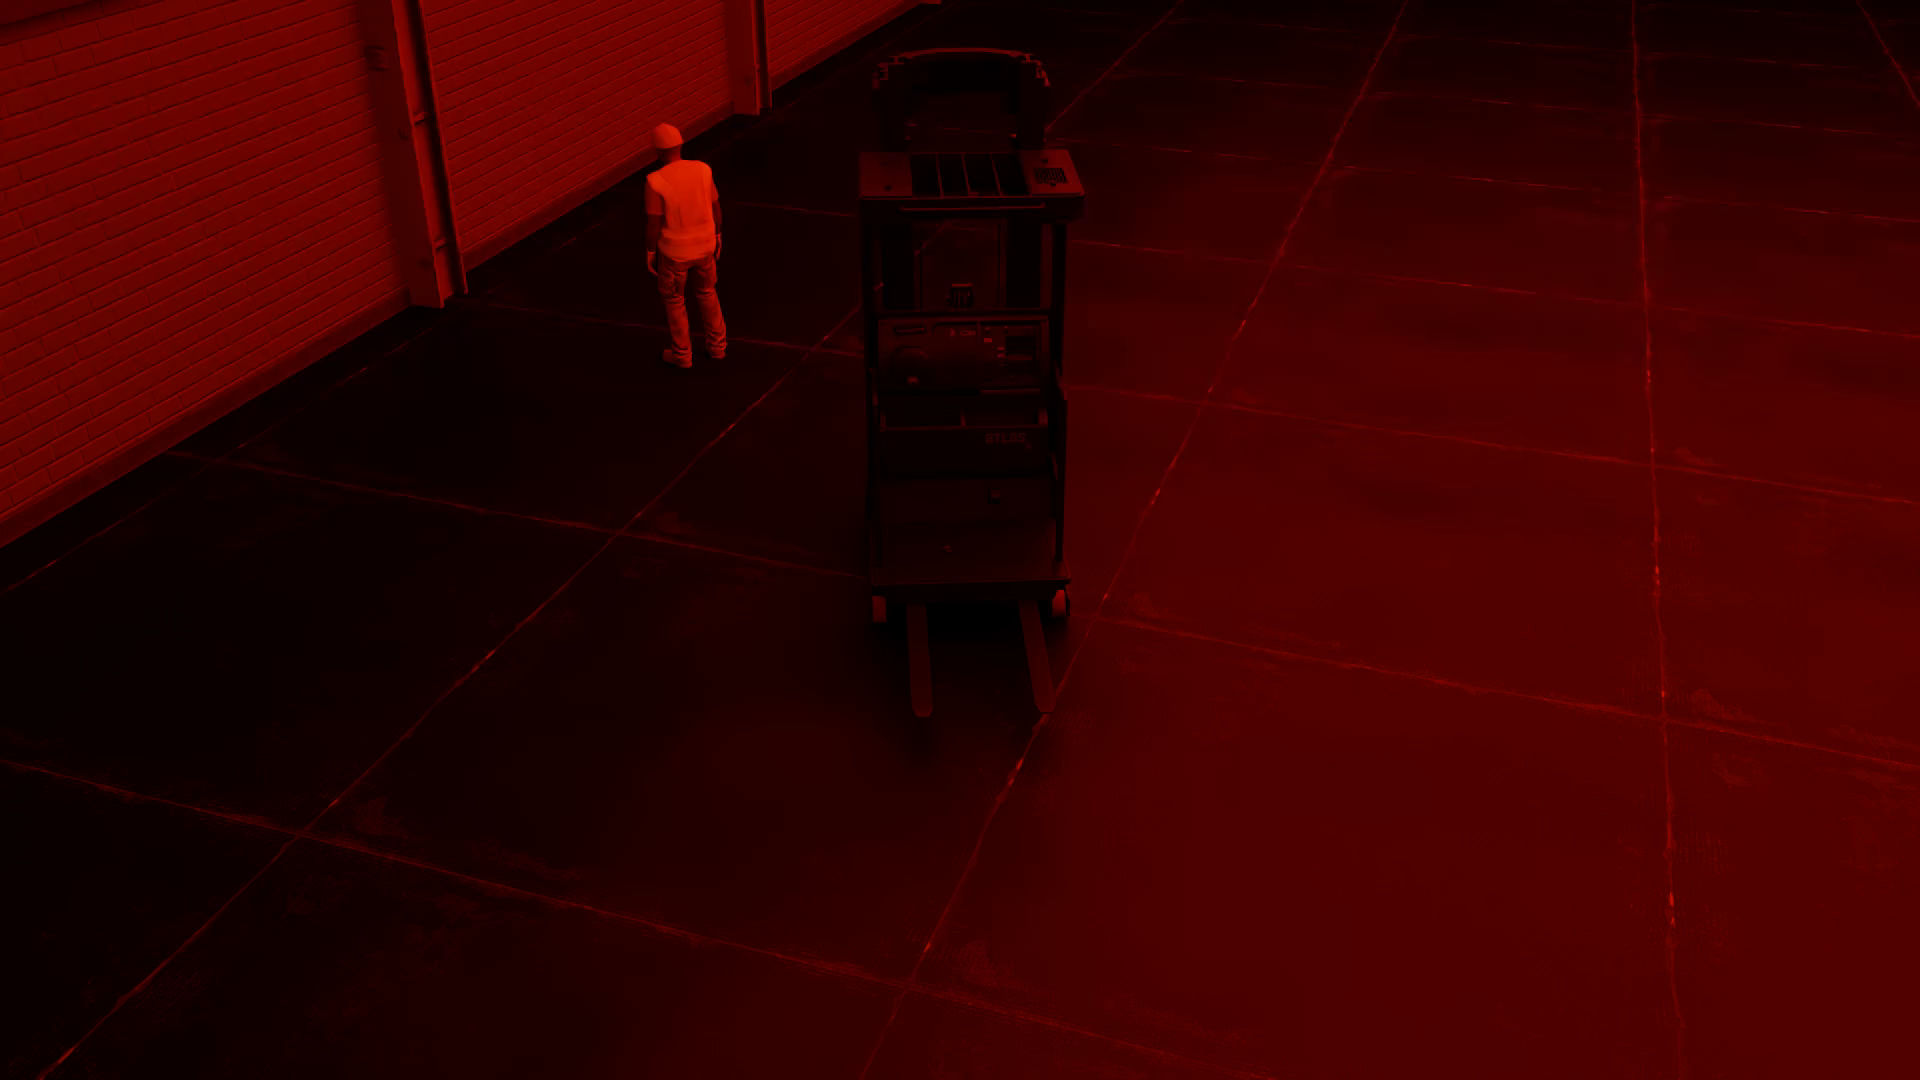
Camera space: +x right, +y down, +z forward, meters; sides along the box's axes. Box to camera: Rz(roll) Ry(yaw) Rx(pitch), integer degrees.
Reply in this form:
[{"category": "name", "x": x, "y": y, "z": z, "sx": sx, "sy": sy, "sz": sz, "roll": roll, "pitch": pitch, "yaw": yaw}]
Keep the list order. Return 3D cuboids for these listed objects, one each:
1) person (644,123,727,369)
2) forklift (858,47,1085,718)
[{"category": "person", "x": -1.997, "y": -2.119, "z": 12.028, "sx": 0.617, "sy": 1.772, "sz": 0.452, "roll": -21, "pitch": 36, "yaw": -32}, {"category": "forklift", "x": 0.035, "y": -0.972, "z": 8.842, "sx": 1.130, "sy": 2.935, "sz": 3.031, "roll": -2, "pitch": 30, "yaw": -3}]
